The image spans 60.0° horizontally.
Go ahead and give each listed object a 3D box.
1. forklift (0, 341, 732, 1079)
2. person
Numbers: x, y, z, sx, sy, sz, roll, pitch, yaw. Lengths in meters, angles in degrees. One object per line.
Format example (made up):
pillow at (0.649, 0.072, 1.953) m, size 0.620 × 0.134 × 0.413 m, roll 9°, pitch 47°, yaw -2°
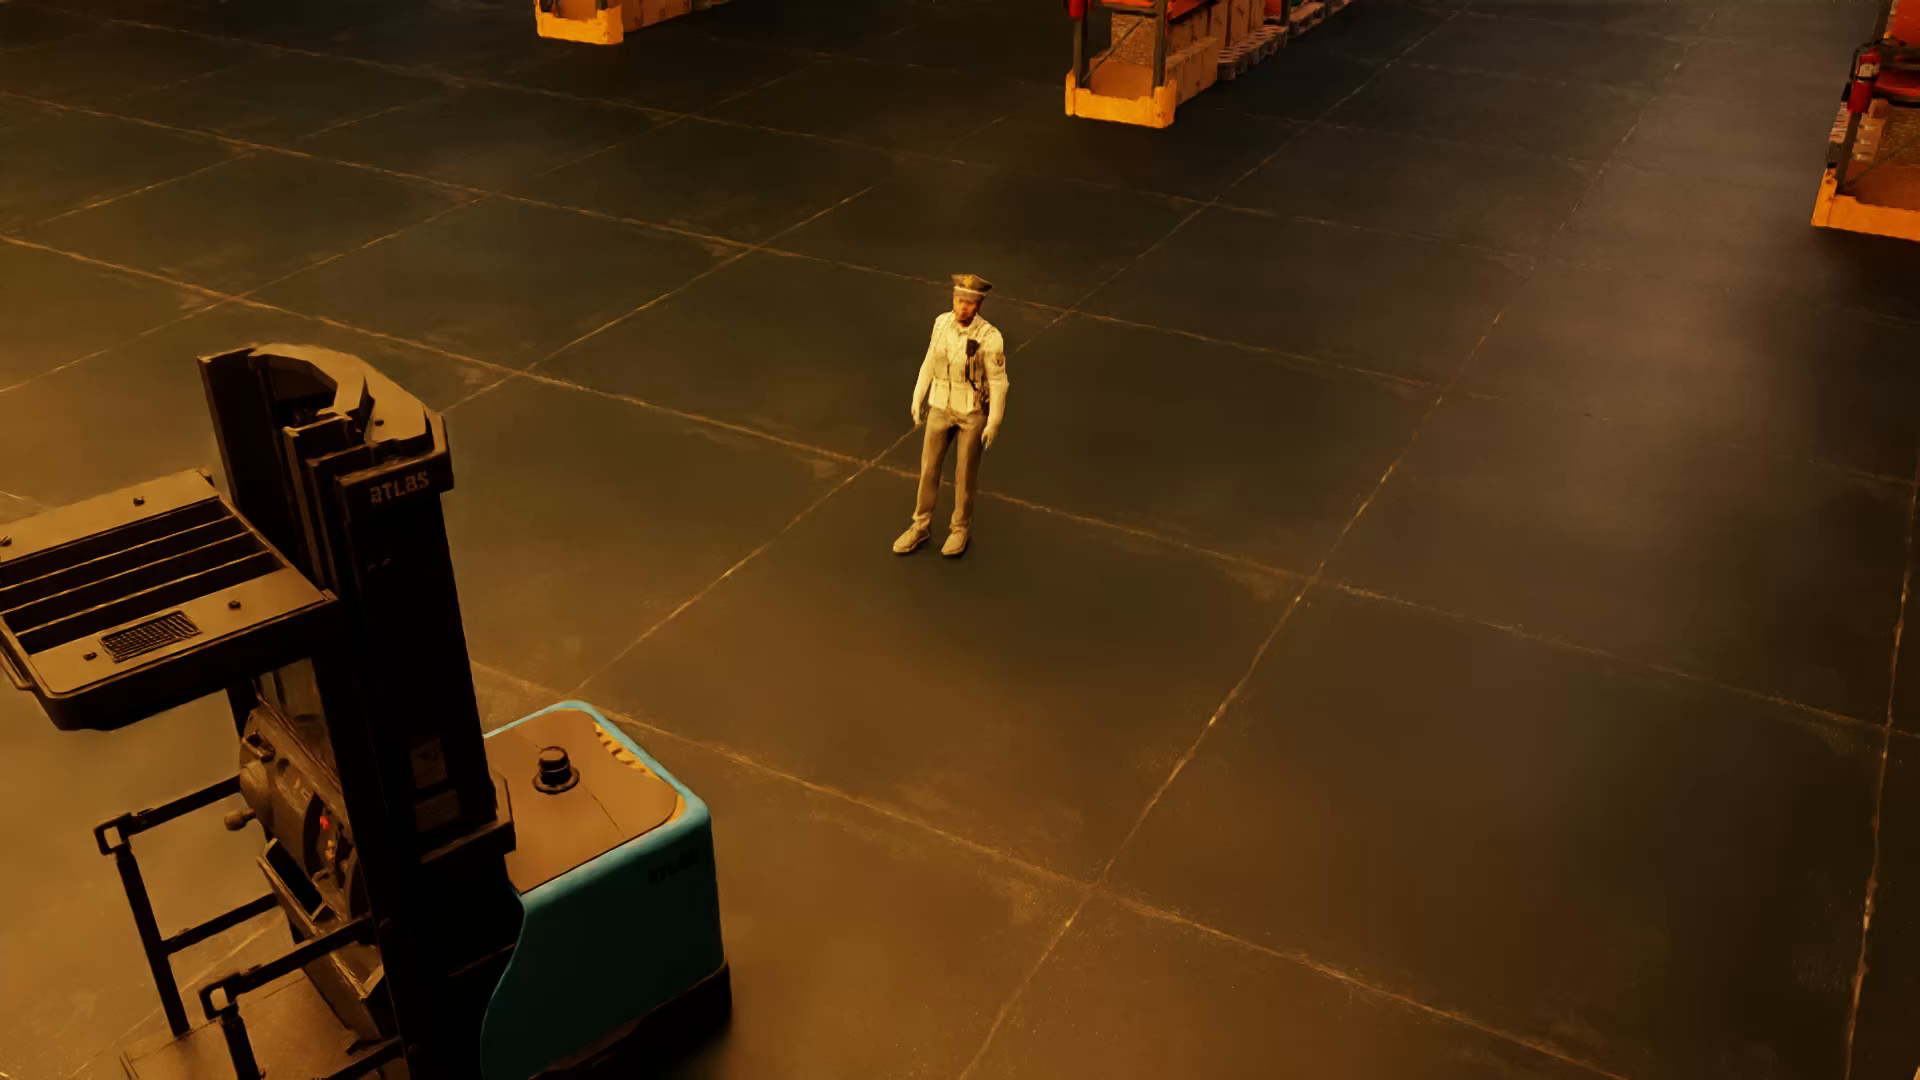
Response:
forklift at (-2.355, 0.952, 5.420) m, size 3.031 × 2.935 × 1.130 m, roll -24°, pitch 37°, yaw -35°
person at (-0.039, -0.712, 9.527) m, size 0.586 × 1.695 × 0.532 m, roll 15°, pitch 33°, yaw 25°
